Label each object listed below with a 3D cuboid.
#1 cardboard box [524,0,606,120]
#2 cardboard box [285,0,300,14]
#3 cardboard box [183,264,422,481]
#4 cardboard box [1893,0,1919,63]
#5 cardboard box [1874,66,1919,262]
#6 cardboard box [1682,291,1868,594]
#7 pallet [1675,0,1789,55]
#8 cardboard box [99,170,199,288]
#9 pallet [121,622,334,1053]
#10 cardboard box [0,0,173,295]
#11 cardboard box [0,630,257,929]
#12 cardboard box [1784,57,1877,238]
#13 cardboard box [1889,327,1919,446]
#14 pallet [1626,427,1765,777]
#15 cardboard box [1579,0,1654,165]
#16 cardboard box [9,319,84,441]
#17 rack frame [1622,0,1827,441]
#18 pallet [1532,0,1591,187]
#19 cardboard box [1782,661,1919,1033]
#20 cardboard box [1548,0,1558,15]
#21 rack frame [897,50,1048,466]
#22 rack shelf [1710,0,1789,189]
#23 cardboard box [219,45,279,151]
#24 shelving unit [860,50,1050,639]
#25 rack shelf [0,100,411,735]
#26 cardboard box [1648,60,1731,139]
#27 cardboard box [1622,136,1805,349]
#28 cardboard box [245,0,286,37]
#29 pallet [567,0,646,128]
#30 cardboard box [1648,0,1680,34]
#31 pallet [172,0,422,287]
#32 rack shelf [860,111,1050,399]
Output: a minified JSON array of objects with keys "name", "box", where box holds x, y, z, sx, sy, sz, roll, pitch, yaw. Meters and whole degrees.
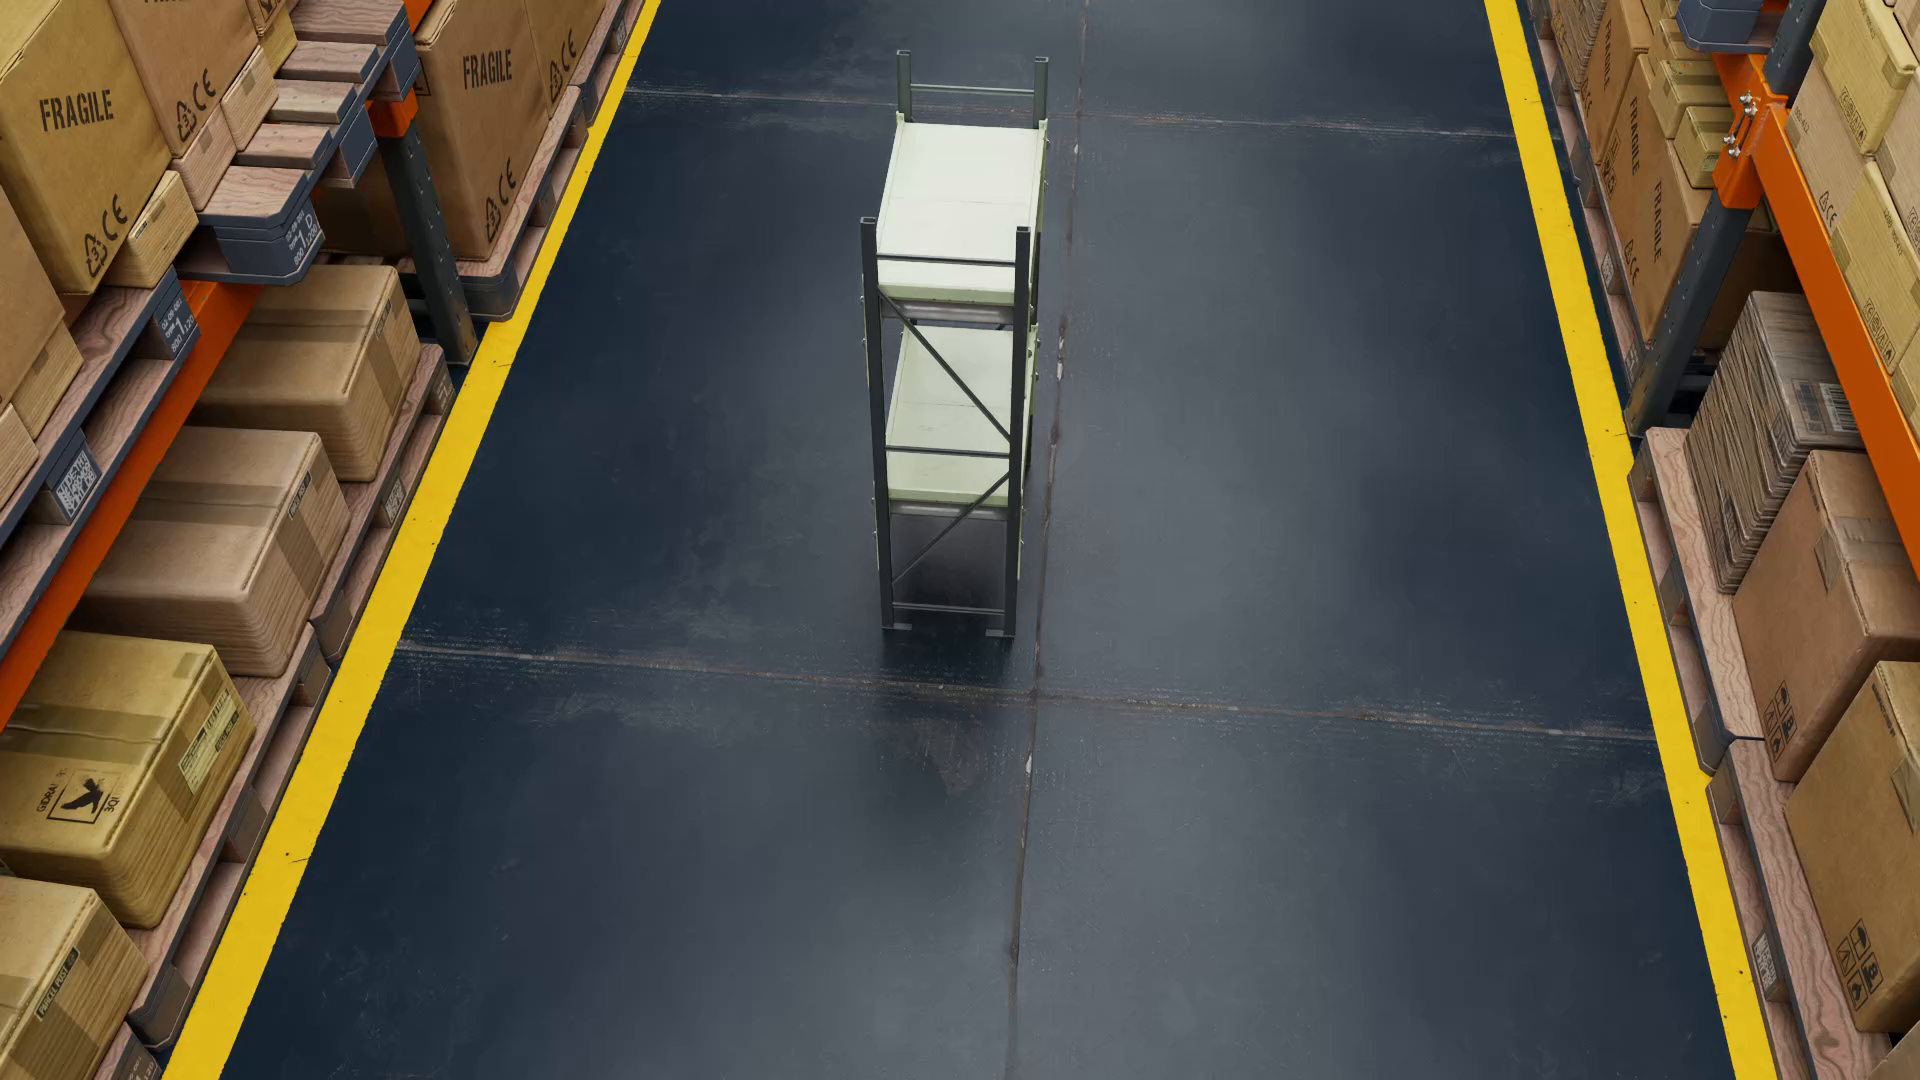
[{"name":"cardboard box","box":[-1.973,-2.273,6.452,0.875,0.875,0.875,4,48,4]},{"name":"cardboard box","box":[-2.000,-1.492,4.467,0.380,0.149,0.250,5,48,5]},{"name":"cardboard box","box":[-2.266,-0.532,5.200,0.950,0.372,0.625,1,48,1]},{"name":"cardboard box","box":[2.393,-1.202,3.810,0.380,0.149,0.250,5,48,4]},{"name":"cardboard box","box":[2.408,-0.801,3.713,0.500,0.250,0.500,5,48,5]},{"name":"cardboard box","box":[2.668,-0.243,4.764,0.875,0.625,0.625,5,48,5]},{"name":"pallet","box":[2.731,-1.798,4.992,1.213,0.211,1.003,4,48,4]},{"name":"cardboard box","box":[-1.973,-0.714,3.756,0.380,0.149,0.250,5,48,4]},{"name":"pallet","box":[-2.391,0.718,4.450,1.003,0.211,1.213,4,48,4]},{"name":"cardboard box","box":[-2.050,-0.863,3.453,0.500,0.500,0.500,1,48,1]},{"name":"cardboard box","box":[-2.400,0.568,4.194,0.950,0.372,0.625,5,48,5]},{"name":"cardboard box","box":[2.455,-1.000,4.234,0.500,0.250,0.500,4,48,4]},{"name":"cardboard box","box":[2.364,-0.252,3.549,0.500,0.250,0.500,2,48,2]},{"name":"pallet","box":[2.625,0.183,4.940,1.003,0.211,1.213,4,48,4]},{"name":"cardboard box","box":[2.664,-1.735,6.214,0.500,0.500,0.500,6,48,5]},{"name":"cardboard box","box":[-2.062,-0.348,3.421,0.380,0.149,0.250,2,48,2]},{"name":"rack frame","box":[2.739,-1.360,4.461,1.000,3.000,0.127,4,48,4]},{"name":"pallet","box":[2.958,-1.859,6.808,1.003,0.211,1.213,4,48,4]},{"name":"cardboard box","box":[2.556,0.732,3.872,0.875,0.625,0.625,2,48,2]},{"name":"cardboard box","box":[2.747,-2.499,6.912,0.500,0.500,0.500,3,48,2]},{"name":"rack frame","box":[0.033,-0.770,4.938,0.400,1.500,0.023,4,48,4]},{"name":"rack shelf","box":[2.921,-2.587,6.071,1.077,0.370,4.000,4,48,4]},{"name":"cardboard box","box":[-1.931,-1.102,4.110,0.380,0.149,0.250,4,48,3]},{"name":"shelving unit","box":[-0.001,-0.501,4.692,0.431,1.500,0.755,4,48,4]},{"name":"rack shelf","box":[-2.387,0.021,3.686,1.077,0.370,4.000,4,48,4]},{"name":"cardboard box","box":[2.526,-1.460,5.522,0.380,0.149,0.250,2,48,2]},{"name":"cardboard box","box":[2.563,-0.984,5.526,0.500,0.500,0.500,5,48,5]},{"name":"cardboard box","box":[-1.969,-1.615,4.140,0.500,0.500,0.500,3,48,2]},{"name":"pallet","box":[-1.944,-2.219,7.136,1.003,0.211,1.213,4,48,4]},{"name":"cardboard box","box":[2.663,-1.841,5.871,0.380,0.149,0.250,5,48,5]},{"name":"pallet","box":[-2.163,-1.096,4.350,1.213,0.211,1.003,4,48,4]},{"name":"rack shelf","box":[-0.001,-0.765,4.404,0.431,0.370,0.720,4,48,4]}]
